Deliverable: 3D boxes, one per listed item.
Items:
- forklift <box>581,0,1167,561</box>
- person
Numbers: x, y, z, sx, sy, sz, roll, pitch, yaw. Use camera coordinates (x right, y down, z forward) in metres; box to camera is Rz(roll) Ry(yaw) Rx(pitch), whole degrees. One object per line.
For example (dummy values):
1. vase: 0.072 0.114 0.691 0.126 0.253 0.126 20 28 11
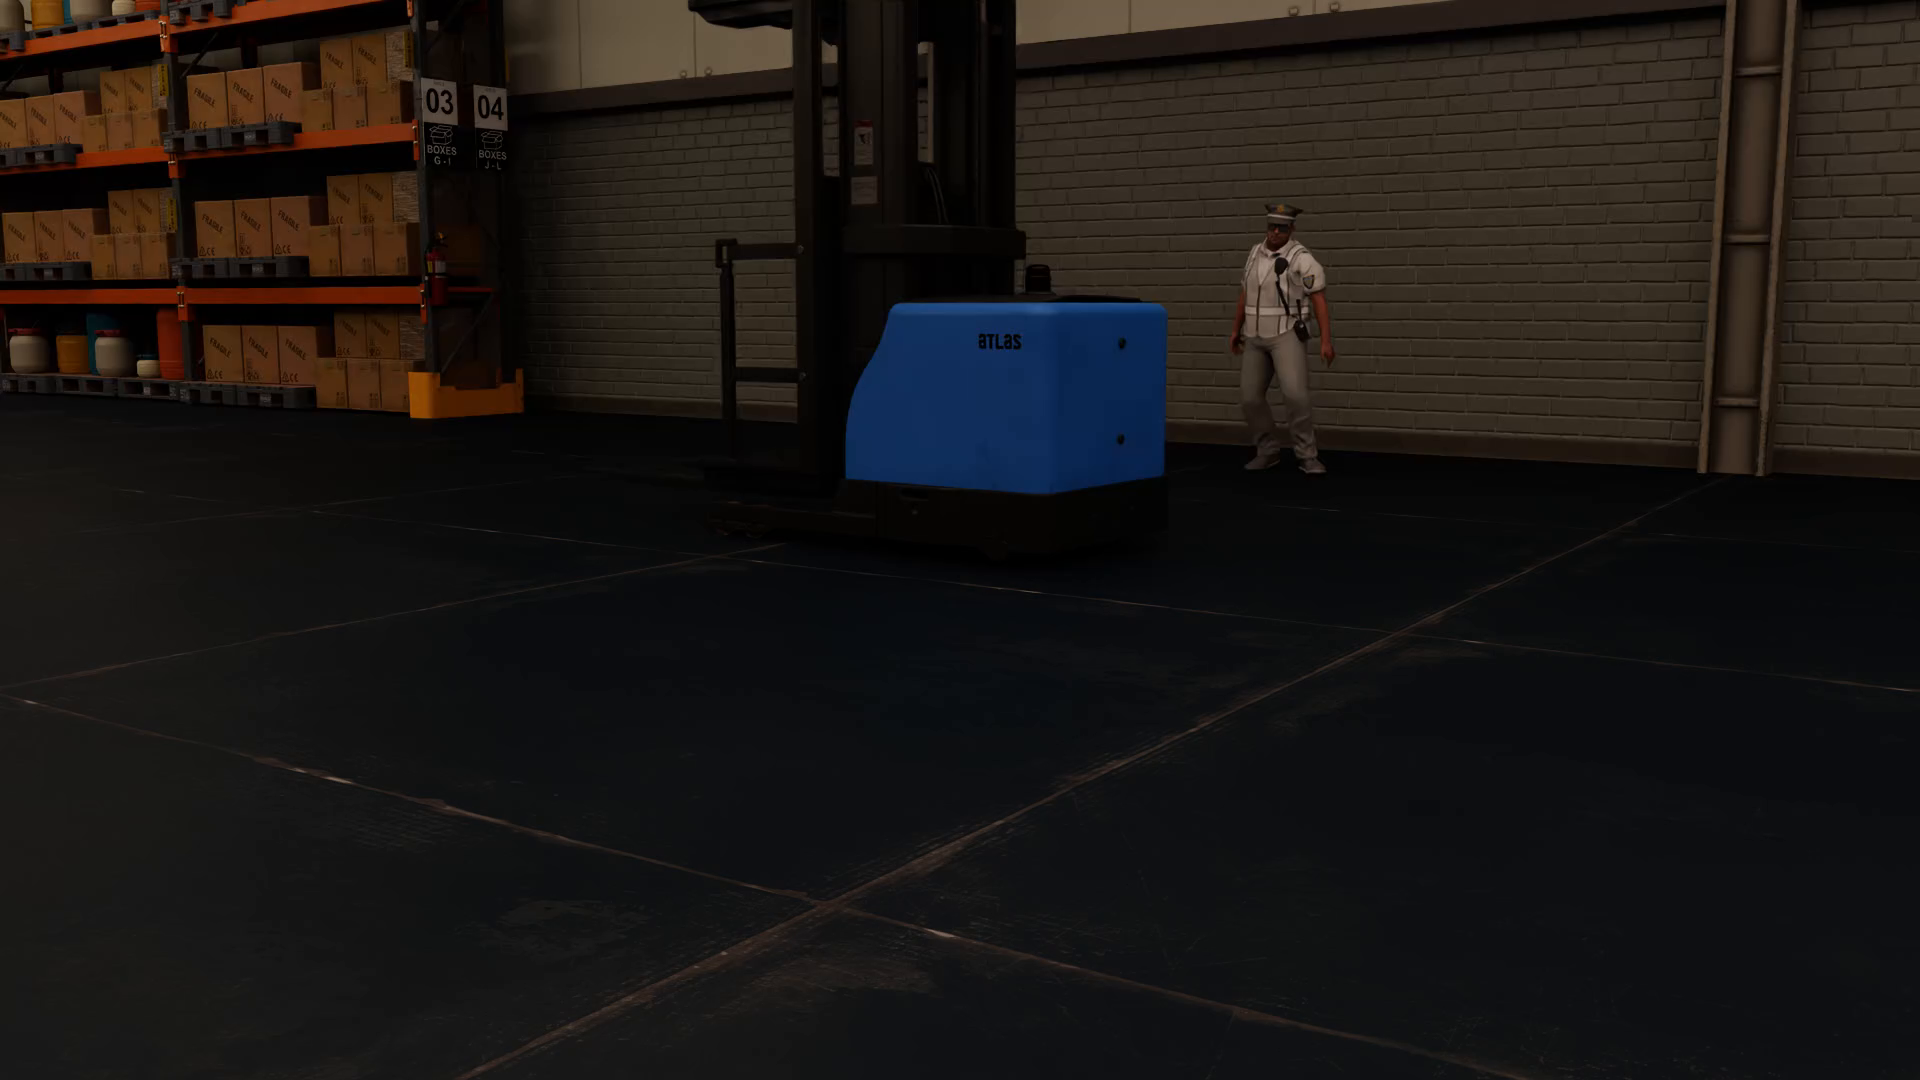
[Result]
1. forklift: -0.555 -1.506 7.785 3.031 2.935 1.130 6 10 37
2. person: 2.053 -1.287 10.687 0.437 1.721 0.889 -7 11 -41
